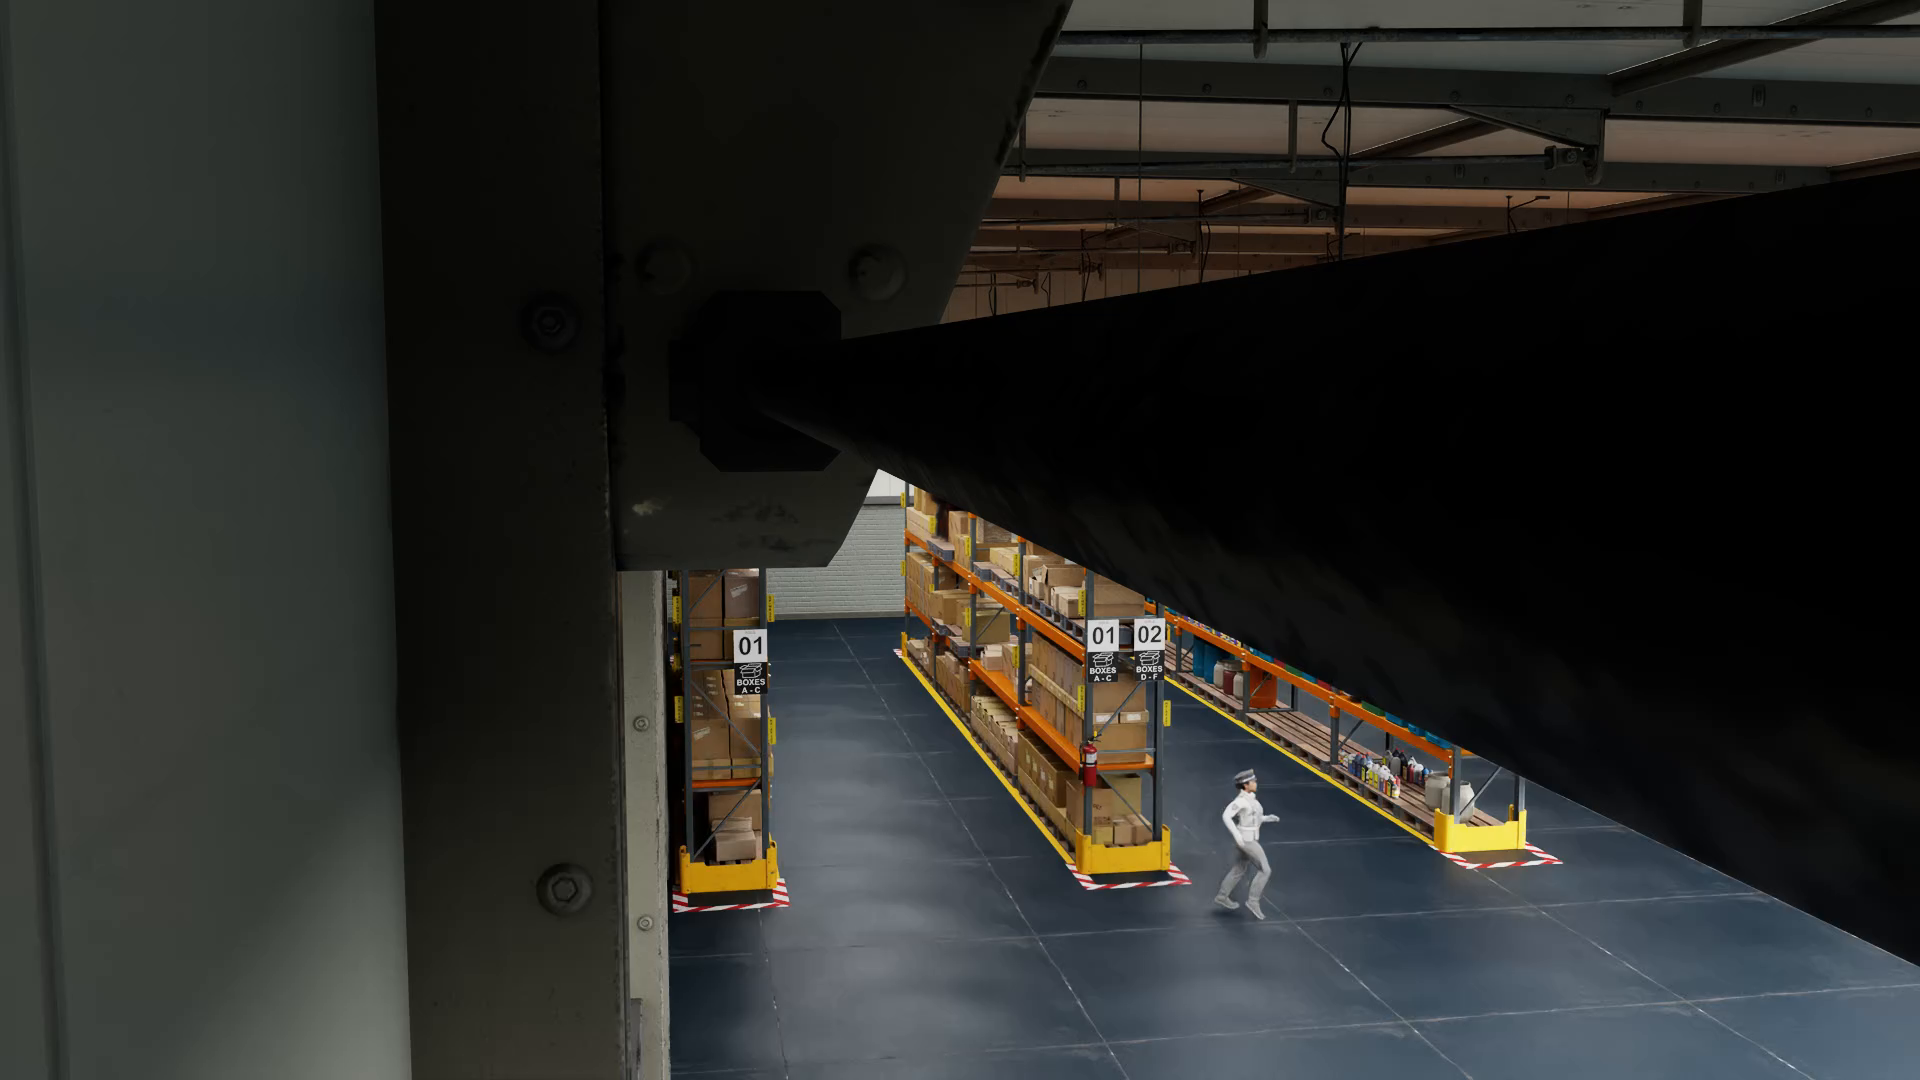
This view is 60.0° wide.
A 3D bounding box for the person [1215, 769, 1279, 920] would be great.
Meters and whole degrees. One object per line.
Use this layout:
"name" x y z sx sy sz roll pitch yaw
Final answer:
"person" 3.316 3.507 19.188 0.714 1.743 0.482 1 6 13
